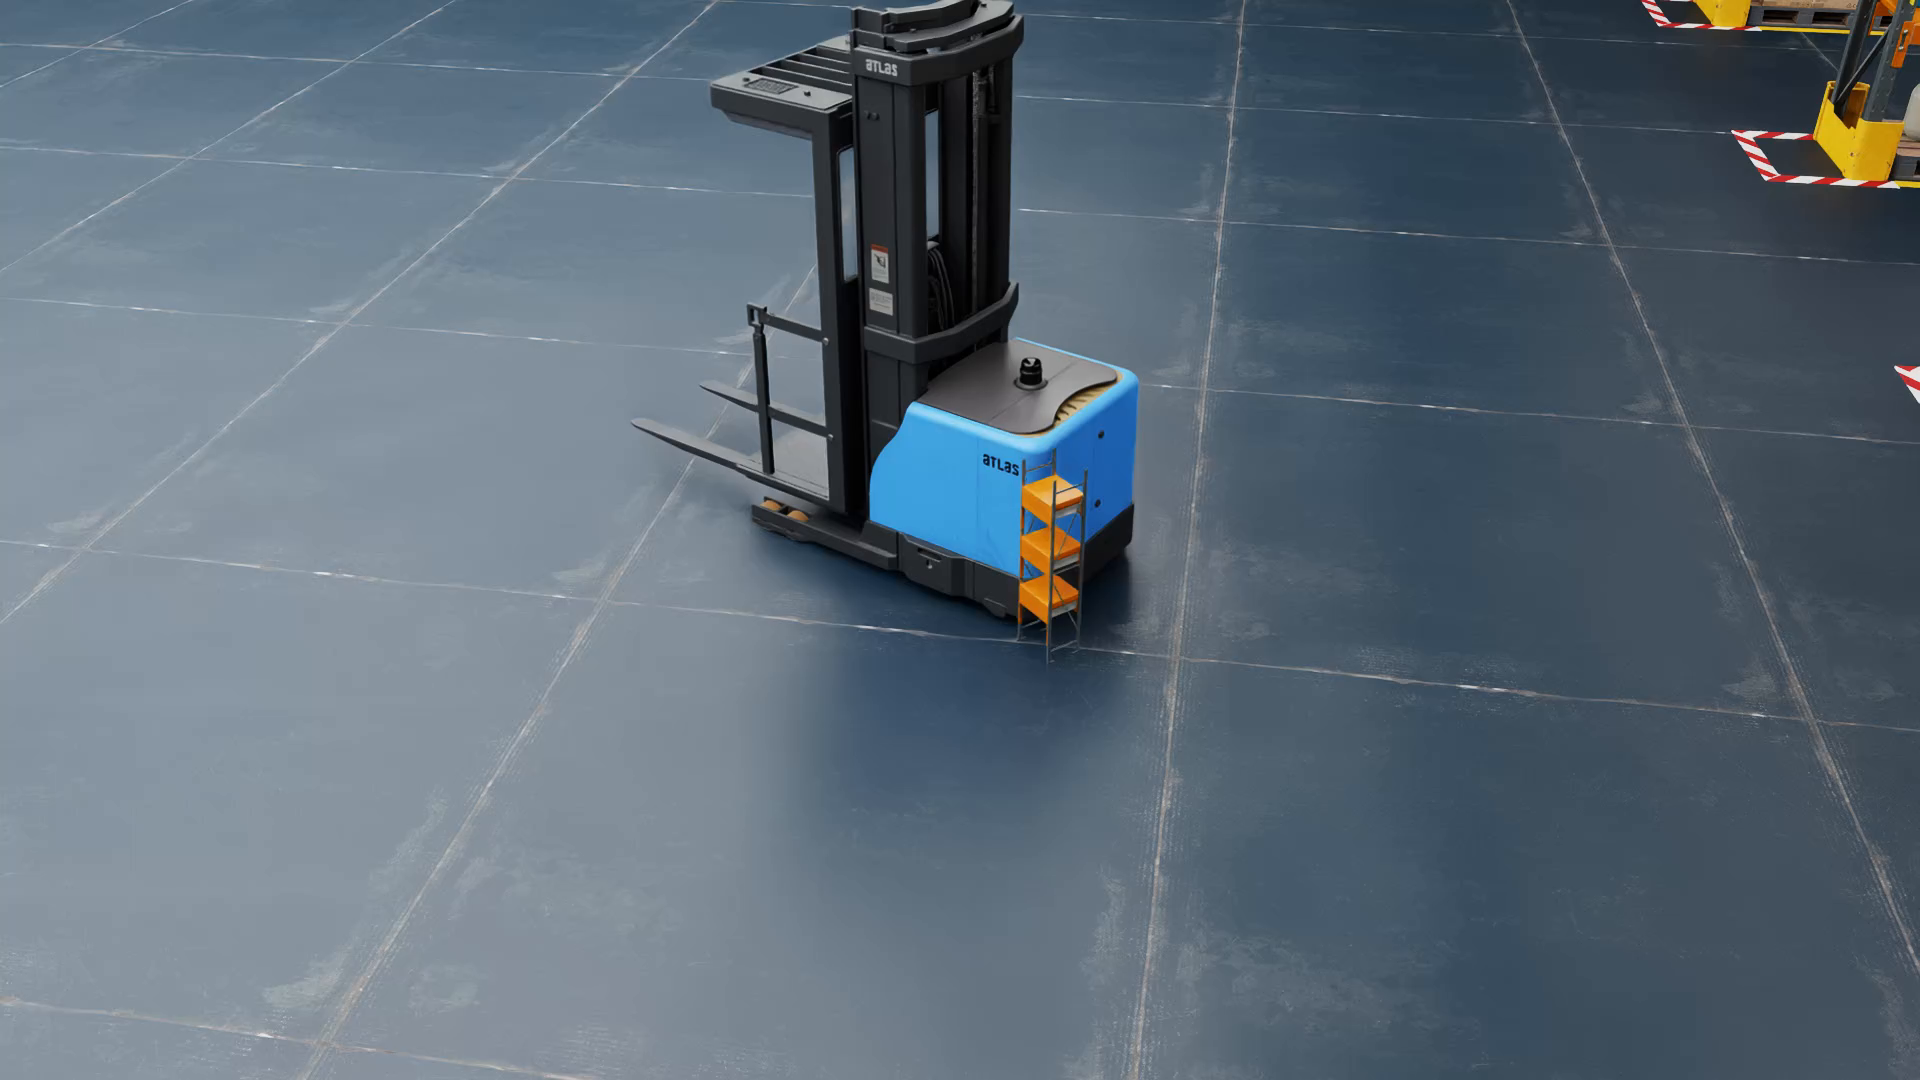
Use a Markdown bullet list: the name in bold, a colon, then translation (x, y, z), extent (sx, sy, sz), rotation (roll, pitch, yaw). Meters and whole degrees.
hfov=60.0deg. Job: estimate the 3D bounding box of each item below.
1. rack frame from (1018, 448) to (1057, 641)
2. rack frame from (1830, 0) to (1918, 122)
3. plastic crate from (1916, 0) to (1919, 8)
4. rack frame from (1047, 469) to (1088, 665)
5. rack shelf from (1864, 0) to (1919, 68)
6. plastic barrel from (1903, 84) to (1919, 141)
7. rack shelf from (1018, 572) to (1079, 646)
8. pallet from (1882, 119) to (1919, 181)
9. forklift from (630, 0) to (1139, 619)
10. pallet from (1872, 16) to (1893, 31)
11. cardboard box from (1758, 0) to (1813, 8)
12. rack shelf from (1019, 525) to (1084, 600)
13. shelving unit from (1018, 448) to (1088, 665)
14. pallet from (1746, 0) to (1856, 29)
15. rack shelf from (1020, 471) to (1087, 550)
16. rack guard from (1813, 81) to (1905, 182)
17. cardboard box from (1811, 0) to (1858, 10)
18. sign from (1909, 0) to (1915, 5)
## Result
- **rack frame**: translation (0.379, 0.035, 8.204), extent (0.200, 1.050, 0.008), rotation (-20, 37, -28)
- **rack frame**: translation (7.729, -4.610, 13.788), extent (0.127, 3.000, 1.000), rotation (5, 32, 8)
- **plastic crate**: translation (8.273, -4.659, 14.006), extent (0.616, 0.251, 0.499), rotation (5, 32, 8)
- **rack frame**: translation (0.515, 0.143, 8.033), extent (0.200, 1.050, 0.008), rotation (-20, 37, -28)
- **rack shelf**: translation (9.701, -4.127, 13.694), extent (4.000, 0.370, 1.077), rotation (5, 32, 8)
- **plastic barrel**: translation (8.391, -3.715, 14.307), extent (0.421, 0.512, 0.421), rotation (0, 32, 0)
- **rack shelf**: translation (0.447, 0.334, 8.271), extent (0.215, 0.259, 0.240), rotation (-20, 37, -28)
- **pallet**: translation (8.612, -3.371, 14.436), extent (1.213, 0.211, 1.003), rotation (5, 32, 8)
- **forklift**: translation (-0.553, -1.444, 8.795), extent (3.031, 2.935, 1.130), rotation (21, 37, 29)
- **pallet**: translation (10.526, -5.862, 18.416), extent (1.213, 0.211, 1.003), rotation (5, 32, 8)
- **cardboard box**: translation (9.057, -6.049, 18.282), extent (0.500, 0.250, 0.500), rotation (5, 32, 8)
- **rack shelf**: translation (0.447, 0.098, 8.124), extent (0.215, 0.259, 0.240), rotation (-20, 37, -28)
- **shelving unit**: translation (0.447, 0.089, 8.118), extent (0.215, 1.050, 0.252), rotation (-20, 37, -28)
- **pallet**: translation (9.327, -5.972, 18.592), extent (1.213, 0.211, 1.003), rotation (5, 32, 8)
- **rack shelf**: translation (0.447, -0.143, 7.973), extent (0.215, 0.259, 0.240), rotation (-20, 37, -28)
- **rack guard**: translation (7.812, -3.568, 14.480), extent (0.348, 0.500, 1.175), rotation (5, 32, 8)
- **cardboard box**: translation (9.551, -6.006, 18.214), extent (0.500, 0.250, 0.500), rotation (5, 32, 8)
- **sign**: translation (7.632, -4.440, 13.256), extent (0.005, 0.325, 0.100), rotation (5, 32, 8)
